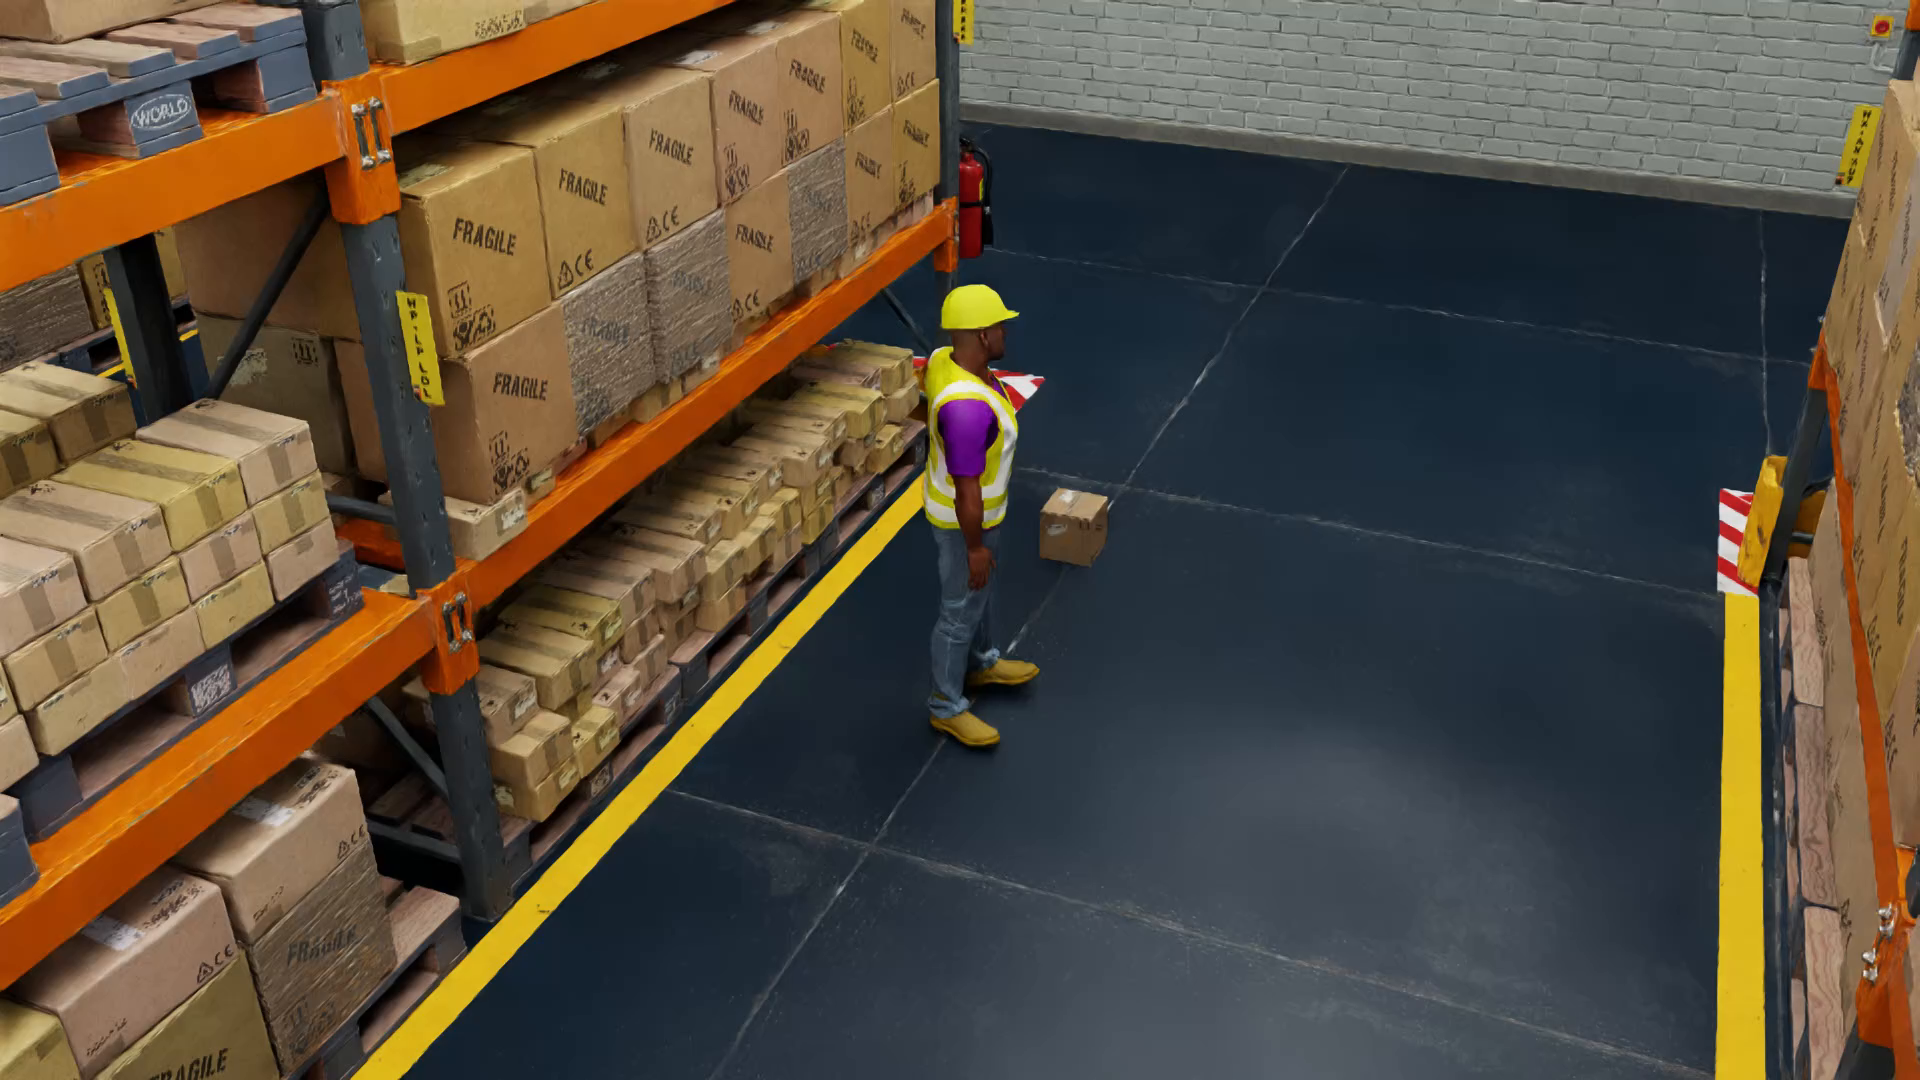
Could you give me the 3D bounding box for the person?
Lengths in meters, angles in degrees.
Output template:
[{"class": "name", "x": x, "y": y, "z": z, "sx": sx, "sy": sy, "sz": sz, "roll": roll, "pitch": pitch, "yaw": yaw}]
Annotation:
[{"class": "person", "x": 0.093, "y": -0.114, "z": 6.244, "sx": 0.470, "sy": 1.770, "sz": 0.636, "roll": -1, "pitch": 29, "yaw": -2}]
